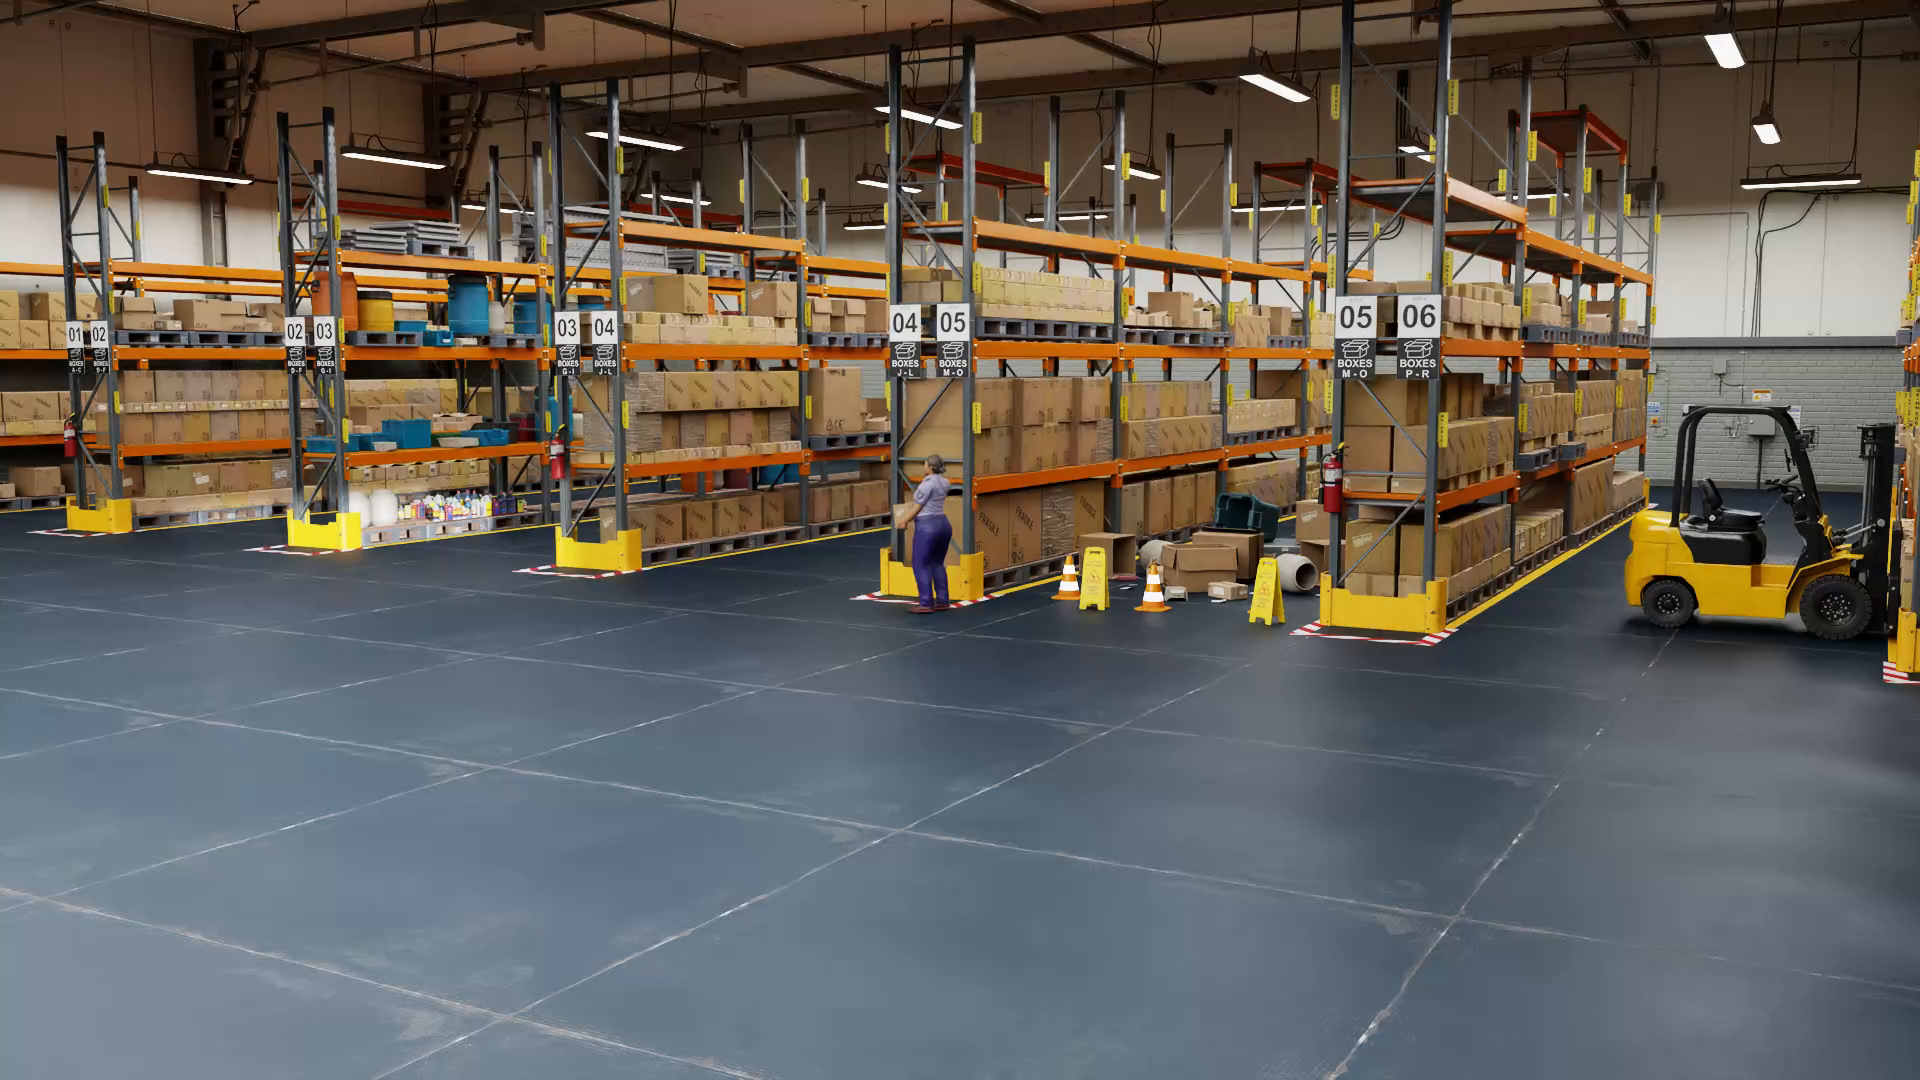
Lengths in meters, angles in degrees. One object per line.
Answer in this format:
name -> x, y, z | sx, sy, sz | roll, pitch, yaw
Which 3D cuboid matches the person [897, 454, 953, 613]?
person -> -0.363, -0.074, 17.202 | 0.517, 1.637, 0.453 | 4, 7, 35
